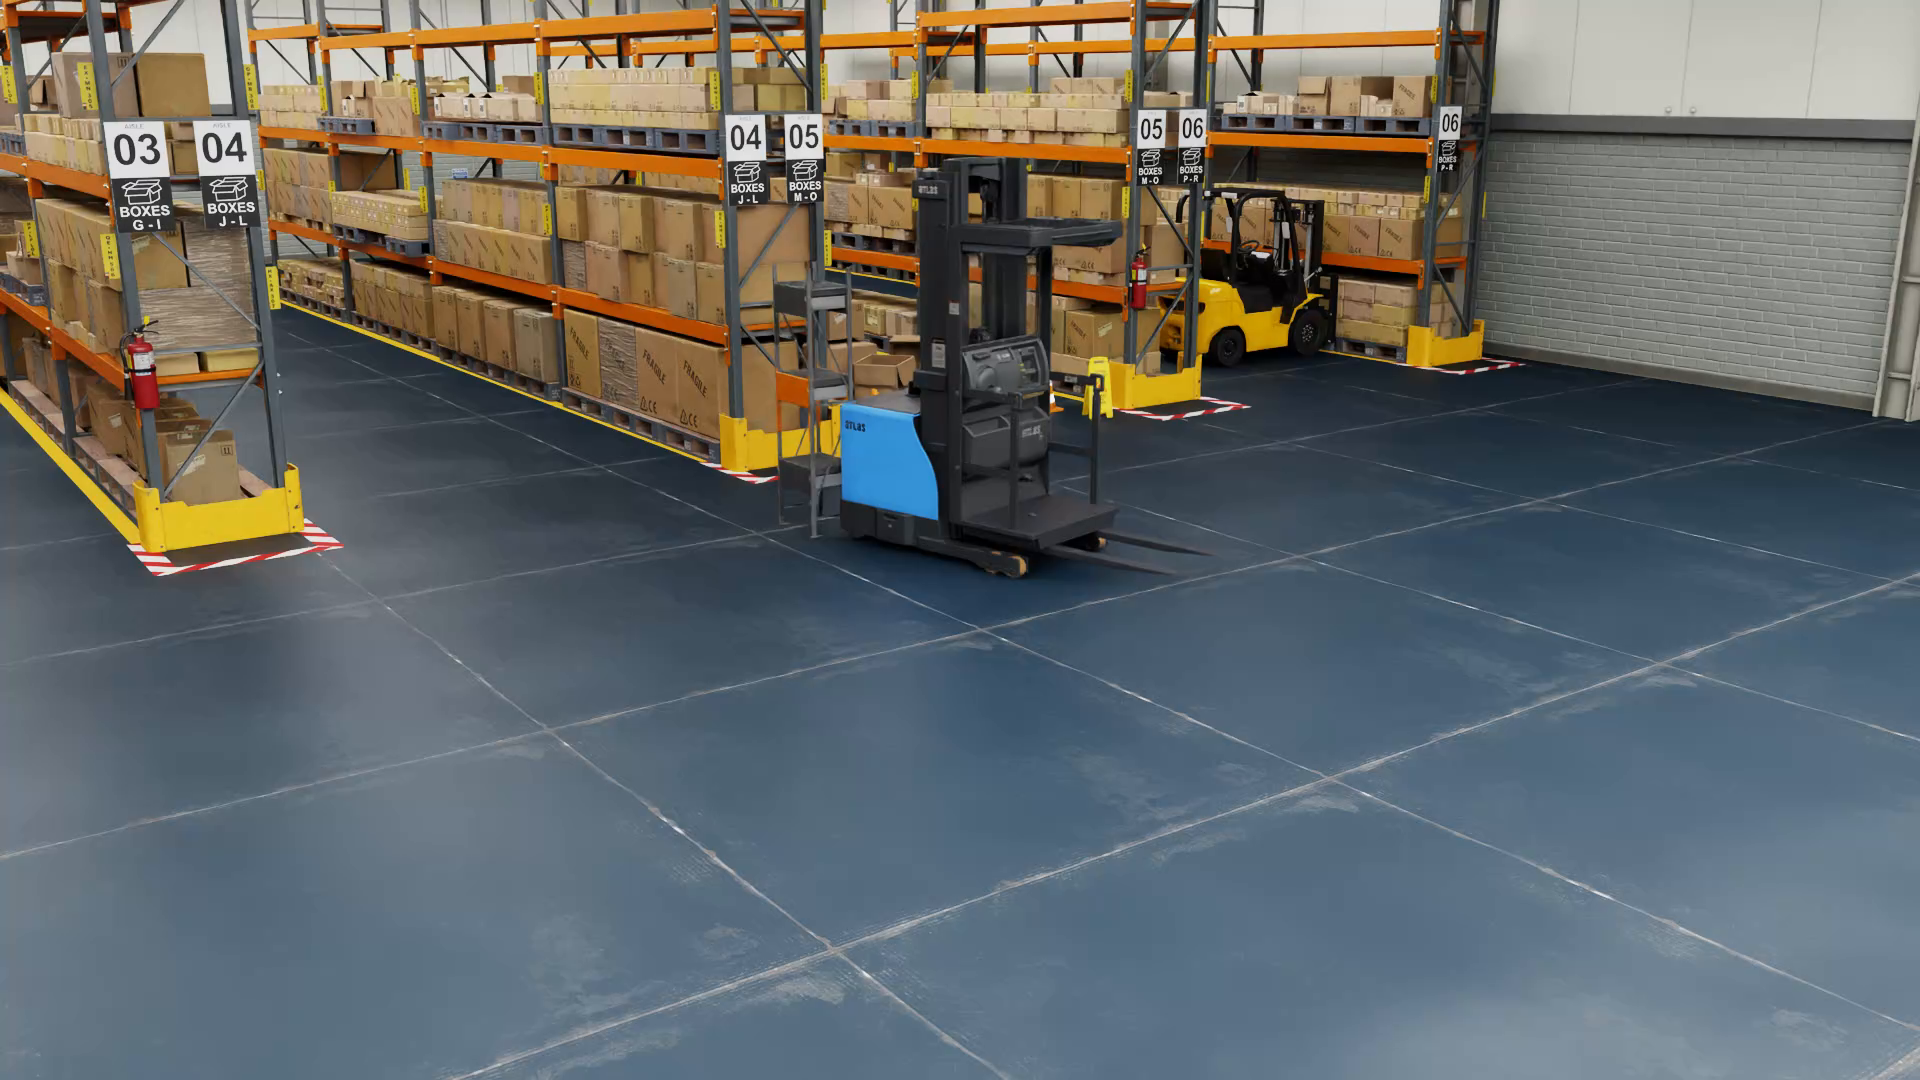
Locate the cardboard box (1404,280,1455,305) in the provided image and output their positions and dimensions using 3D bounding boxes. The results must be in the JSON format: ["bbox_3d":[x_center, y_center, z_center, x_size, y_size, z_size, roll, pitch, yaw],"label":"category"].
[{"bbox_3d":[6.122,-3.253,21.800,0.500,0.250,0.500,-11,19,-35],"label":"cardboard box"}]

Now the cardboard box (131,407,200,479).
[{"bbox_3d":[-6.863,-0.845,14.421,0.500,0.500,0.500,-9,18,-29],"label":"cardboard box"}]

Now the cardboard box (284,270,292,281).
[{"bbox_3d":[-10.898,-4.370,27.402,0.380,0.149,0.250,-11,19,-35],"label":"cardboard box"}]

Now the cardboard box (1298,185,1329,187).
[{"bbox_3d":[4.946,-4.883,23.255,0.380,0.149,0.250,-11,19,-35],"label":"cardboard box"}]

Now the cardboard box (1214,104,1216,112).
[{"bbox_3d":[3.560,-6.405,24.604,0.380,0.149,0.250,-11,19,-35],"label":"cardboard box"}]

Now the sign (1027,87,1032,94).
[{"bbox_3d":[1.108,-7.083,26.613,0.100,0.325,0.005,-11,19,-35],"label":"sign"}]

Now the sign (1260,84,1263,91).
[{"bbox_3d":[4.348,-6.438,24.104,0.100,0.325,0.005,-11,19,-35],"label":"sign"}]

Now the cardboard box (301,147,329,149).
[{"bbox_3d":[-10.643,-6.233,27.520,0.500,0.500,0.500,-11,19,-36],"label":"cardboard box"}]

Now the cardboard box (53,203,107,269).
[{"bbox_3d":[-7.481,-2.632,14.365,0.500,0.500,0.500,-11,19,-35],"label":"cardboard box"}]

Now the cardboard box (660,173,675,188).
[{"bbox_3d":[-4.469,-5.841,26.653,0.500,0.500,0.500,-11,19,-35],"label":"cardboard box"}]

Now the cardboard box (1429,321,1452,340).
[{"bbox_3d":[6.121,-2.774,21.943,0.500,0.250,0.500,-11,19,-34],"label":"cardboard box"}]

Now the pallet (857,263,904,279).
[{"bbox_3d":[-1.207,-5.127,31.408,1.003,0.211,1.213,-11,19,-35],"label":"pallet"}]

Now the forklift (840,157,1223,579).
[{"bbox_3d":[0.505,-1.289,12.234,3.031,2.935,1.130,13,20,39],"label":"forklift"}]

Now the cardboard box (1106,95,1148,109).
[{"bbox_3d":[1.801,-4.728,17.952,0.380,0.149,0.250,-11,19,-34],"label":"cardboard box"}]

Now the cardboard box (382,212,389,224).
[{"bbox_3d":[-7.530,-4.335,22.351,0.380,0.149,0.250,-11,19,-34],"label":"cardboard box"}]

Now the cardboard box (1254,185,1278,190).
[{"bbox_3d":[4.300,-4.841,23.101,0.380,0.149,0.250,-10,18,-33],"label":"cardboard box"}]

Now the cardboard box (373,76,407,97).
[{"bbox_3d":[-7.630,-6.092,22.329,0.396,0.266,0.258,-11,19,-35],"label":"cardboard box"}]

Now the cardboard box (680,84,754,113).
[{"bbox_3d":[-2.220,-4.031,15.177,0.500,0.250,0.500,-11,19,-34],"label":"cardboard box"}]

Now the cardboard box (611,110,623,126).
[{"bbox_3d":[-3.224,-4.177,16.464,0.380,0.149,0.250,-11,19,-34],"label":"cardboard box"}]

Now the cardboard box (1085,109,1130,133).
[{"bbox_3d":[1.720,-4.577,18.155,0.500,0.250,0.500,-11,19,-35],"label":"cardboard box"}]

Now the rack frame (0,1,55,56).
[{"bbox_3d":[-10.481,-6.055,18.153,1.000,3.000,0.127,-11,19,-35],"label":"rack frame"}]

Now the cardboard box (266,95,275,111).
[{"bbox_3d":[-10.758,-6.988,26.582,0.500,0.250,0.500,-11,19,-35],"label":"cardboard box"}]

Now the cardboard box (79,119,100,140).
[{"bbox_3d":[-6.501,-3.146,12.735,0.380,0.149,0.250,-12,19,-37],"label":"cardboard box"}]

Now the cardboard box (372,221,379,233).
[{"bbox_3d":[-7.821,-4.300,22.785,0.380,0.149,0.250,-10,18,-33],"label":"cardboard box"}]

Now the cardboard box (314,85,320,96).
[{"bbox_3d":[-9.330,-6.651,24.595,0.380,0.149,0.250,-10,18,-33],"label":"cardboard box"}]

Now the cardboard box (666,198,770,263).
[{"bbox_3d":[-2.291,-2.983,15.964,0.875,0.550,0.550,-11,19,-35],"label":"cardboard box"}]

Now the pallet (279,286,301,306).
[{"bbox_3d":[-10.620,-4.078,27.576,1.003,0.211,1.213,-11,19,-35],"label":"pallet"}]

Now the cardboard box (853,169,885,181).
[{"bbox_3d":[-1.275,-5.101,23.255,0.380,0.149,0.250,-12,19,-37],"label":"cardboard box"}]

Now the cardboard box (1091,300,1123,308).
[{"bbox_3d":[1.663,-2.561,19.742,0.500,0.500,0.500,-12,19,-37],"label":"cardboard box"}]

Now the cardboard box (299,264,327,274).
[{"bbox_3d":[-10.408,-4.353,26.777,0.380,0.149,0.250,-10,18,-32],"label":"cardboard box"}]

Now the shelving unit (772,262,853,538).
[{"bbox_3d":[-1.153,-1.112,13.161,0.431,2.100,0.503,-12,19,-36],"label":"shelving unit"}]

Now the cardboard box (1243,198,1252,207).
[{"bbox_3d":[4.204,-4.763,23.377,0.380,0.149,0.250,-11,19,-35],"label":"cardboard box"}]

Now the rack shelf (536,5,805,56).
[{"bbox_3d":[-2.882,-4.982,16.354,1.077,0.370,4.000,-11,19,-35],"label":"rack shelf"}]

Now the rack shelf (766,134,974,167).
[{"bbox_3d":[-1.289,-5.372,22.704,1.077,0.370,4.000,-11,19,-35],"label":"rack shelf"}]

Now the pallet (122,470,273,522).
[{"bbox_3d":[-6.271,-0.303,13.785,1.003,0.211,1.213,-11,19,-35],"label":"pallet"}]

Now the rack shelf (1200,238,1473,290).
[{"bbox_3d":[5.076,-3.843,22.797,1.077,0.370,4.000,-11,19,-35],"label":"rack shelf"}]

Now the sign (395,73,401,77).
[{"bbox_3d":[-8.315,-6.737,24.601,0.100,0.325,0.005,-11,19,-35],"label":"sign"}]

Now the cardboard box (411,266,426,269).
[{"bbox_3d":[-7.505,-3.780,23.725,0.500,0.250,0.500,-12,19,-37],"label":"cardboard box"}]

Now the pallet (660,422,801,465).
[{"bbox_3d":[-2.239,-1.015,16.385,1.003,0.211,1.213,-11,19,-35],"label":"pallet"}]

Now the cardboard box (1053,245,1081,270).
[{"bbox_3d":[1.406,-3.364,18.932,0.500,0.500,0.500,-11,19,-34],"label":"cardboard box"}]

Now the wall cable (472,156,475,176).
[{"bbox_3d":[-10.503,-8.114,35.054,0.585,1.953,0.123,-11,19,-35],"label":"wall cable"}]

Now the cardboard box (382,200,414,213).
[{"bbox_3d":[-7.528,-4.478,22.309,0.380,0.149,0.250,-10,18,-33],"label":"cardboard box"}]

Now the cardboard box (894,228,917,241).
[{"bbox_3d":[-0.639,-3.994,21.667,0.380,0.149,0.250,-11,19,-34],"label":"cardboard box"}]

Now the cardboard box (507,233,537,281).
[{"bbox_3d":[-4.878,-3.282,19.195,0.500,0.500,0.500,-11,19,-35],"label":"cardboard box"}]

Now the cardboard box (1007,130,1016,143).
[{"bbox_3d":[0.779,-4.737,19.494,0.380,0.149,0.250,-11,19,-34],"label":"cardboard box"}]

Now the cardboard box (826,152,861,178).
[{"bbox_3d":[-2.225,-7.153,31.829,0.500,0.500,0.500,-10,18,-33],"label":"cardboard box"}]

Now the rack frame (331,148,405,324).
[{"bbox_3d":[-8.761,-4.764,24.800,1.000,3.000,0.127,-11,19,-35],"label":"rack frame"}]

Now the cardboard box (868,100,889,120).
[{"bbox_3d":[-0.867,-5.634,21.784,0.500,0.250,0.500,-11,19,-34],"label":"cardboard box"}]

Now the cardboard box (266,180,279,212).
[{"bbox_3d":[-11.073,-5.671,27.361,0.500,0.500,0.500,-10,18,-32],"label":"cardboard box"}]

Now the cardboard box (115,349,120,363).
[{"bbox_3d":[-6.581,-1.516,13.407,0.380,0.149,0.250,-11,19,-35],"label":"cardboard box"}]

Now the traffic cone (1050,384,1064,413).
[{"bbox_3d":[0.943,-1.659,18.263,0.336,0.463,0.334,-11,19,-35],"label":"traffic cone"}]

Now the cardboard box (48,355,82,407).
[{"bbox_3d":[-9.067,-1.673,17.407,0.700,0.500,0.500,-13,20,-39],"label":"cardboard box"}]

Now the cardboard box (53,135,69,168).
[{"bbox_3d":[-7.156,-3.215,13.742,0.500,0.250,0.500,-11,19,-35],"label":"cardboard box"}]

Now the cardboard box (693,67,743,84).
[{"bbox_3d":[-2.178,-4.182,14.971,0.380,0.149,0.250,-11,19,-34],"label":"cardboard box"}]

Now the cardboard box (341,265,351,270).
[{"bbox_3d":[-9.695,-4.322,26.662,0.380,0.149,0.250,-11,19,-34],"label":"cardboard box"}]

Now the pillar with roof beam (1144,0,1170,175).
[{"bbox_3d":[-0.439,-7.558,23.644,9.100,9.000,0.400,-11,19,-35],"label":"pillar with roof beam"}]
